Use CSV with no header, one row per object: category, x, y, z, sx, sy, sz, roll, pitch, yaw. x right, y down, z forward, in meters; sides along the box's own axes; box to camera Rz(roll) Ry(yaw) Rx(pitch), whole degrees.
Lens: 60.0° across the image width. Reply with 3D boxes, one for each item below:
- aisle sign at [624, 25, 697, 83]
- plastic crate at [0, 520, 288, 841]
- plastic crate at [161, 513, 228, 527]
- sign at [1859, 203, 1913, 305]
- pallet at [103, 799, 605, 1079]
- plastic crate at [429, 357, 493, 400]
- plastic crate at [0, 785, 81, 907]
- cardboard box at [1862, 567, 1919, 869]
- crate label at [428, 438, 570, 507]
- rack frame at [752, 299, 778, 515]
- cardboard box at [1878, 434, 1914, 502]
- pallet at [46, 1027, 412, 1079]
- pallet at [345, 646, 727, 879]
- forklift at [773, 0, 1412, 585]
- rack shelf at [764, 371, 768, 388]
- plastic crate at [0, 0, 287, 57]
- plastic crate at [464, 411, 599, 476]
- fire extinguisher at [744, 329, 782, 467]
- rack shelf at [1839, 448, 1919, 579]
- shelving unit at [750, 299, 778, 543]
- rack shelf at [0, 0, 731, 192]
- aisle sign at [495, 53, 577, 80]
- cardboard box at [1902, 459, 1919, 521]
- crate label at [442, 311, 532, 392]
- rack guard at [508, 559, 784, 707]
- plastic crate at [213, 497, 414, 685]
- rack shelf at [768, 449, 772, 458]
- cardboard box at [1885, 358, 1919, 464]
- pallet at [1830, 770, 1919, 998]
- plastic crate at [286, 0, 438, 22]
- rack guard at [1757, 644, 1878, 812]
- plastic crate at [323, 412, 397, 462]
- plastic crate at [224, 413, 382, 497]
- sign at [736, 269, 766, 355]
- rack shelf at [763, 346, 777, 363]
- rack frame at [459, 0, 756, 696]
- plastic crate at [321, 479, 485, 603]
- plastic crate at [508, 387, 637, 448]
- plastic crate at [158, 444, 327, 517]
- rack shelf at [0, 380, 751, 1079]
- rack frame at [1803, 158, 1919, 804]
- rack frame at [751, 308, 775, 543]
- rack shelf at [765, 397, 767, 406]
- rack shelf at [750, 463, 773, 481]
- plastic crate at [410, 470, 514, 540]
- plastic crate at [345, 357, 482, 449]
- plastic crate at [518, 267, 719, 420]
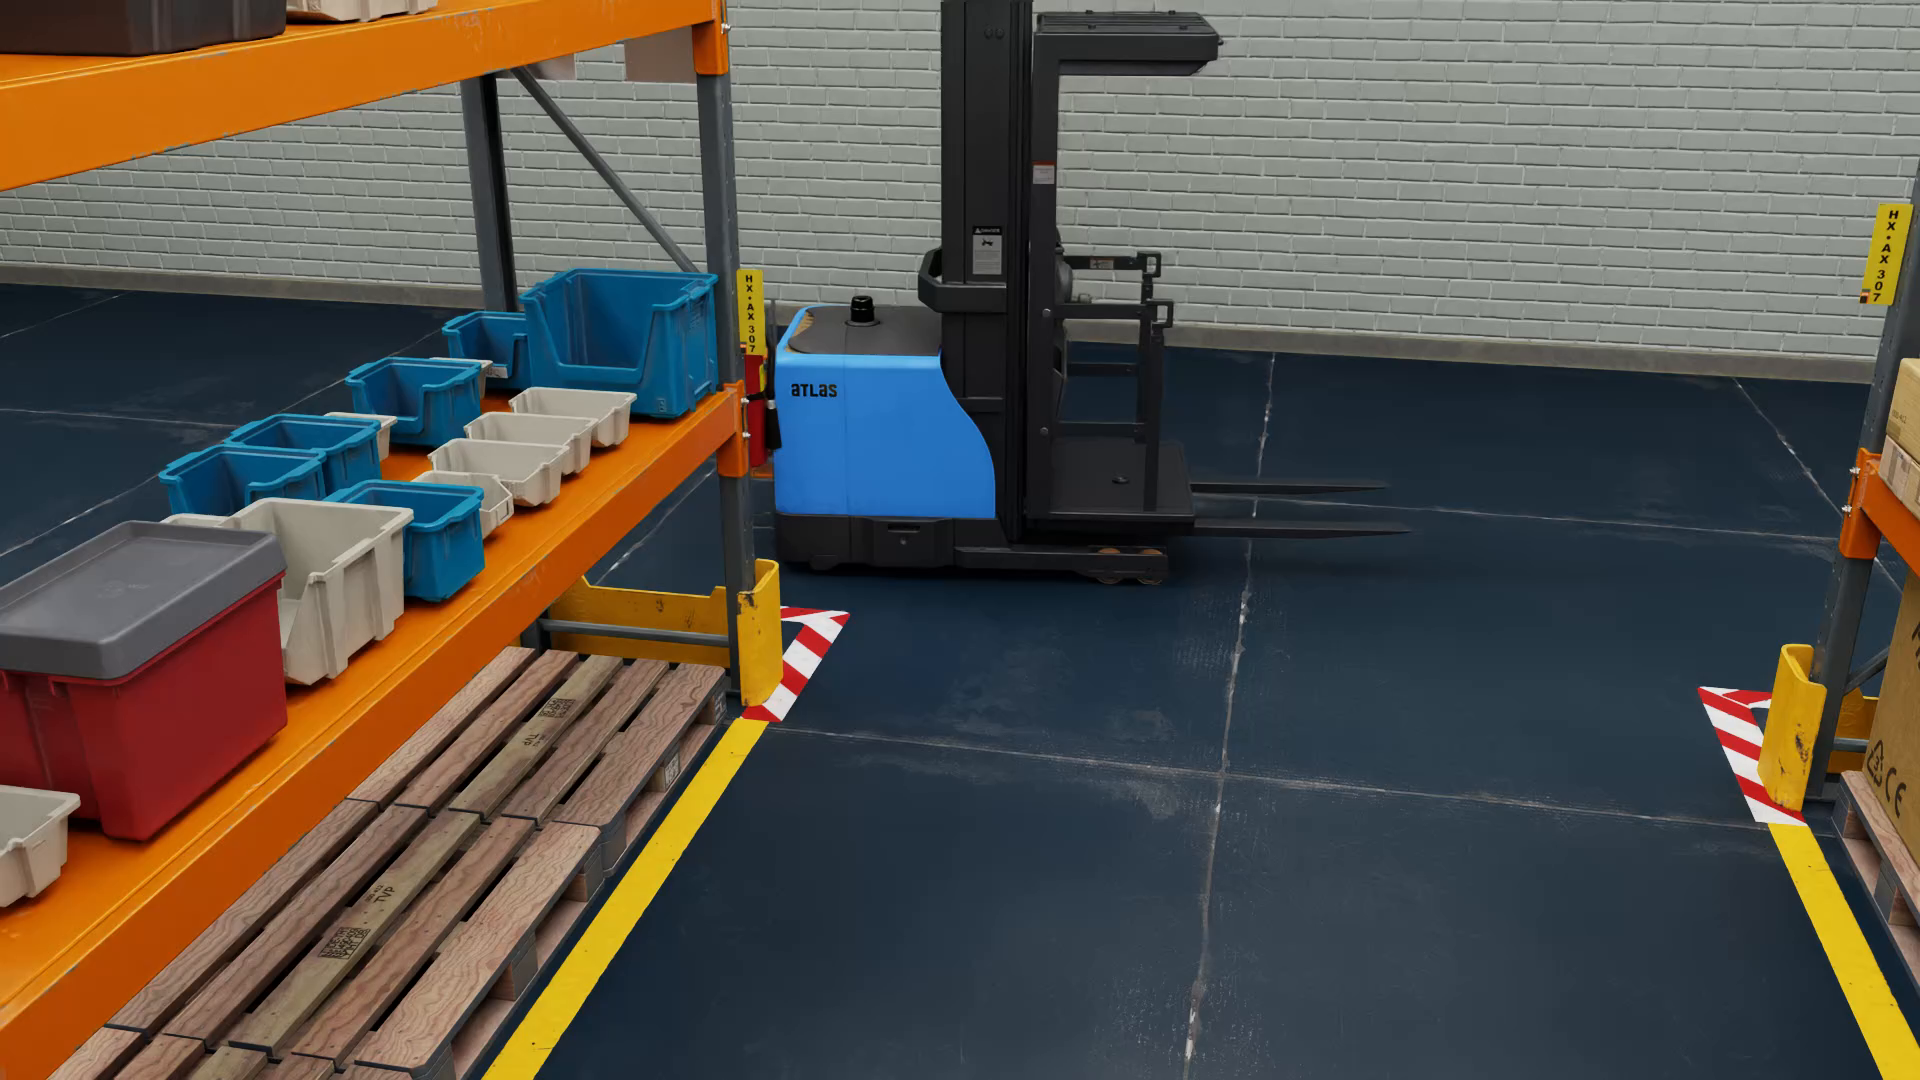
aisle sign,-1.023,-2.024,5.884,0.394,0.787,0.004,4,22,11
plastic crate,-1.713,0.284,3.468,0.402,0.464,0.583,4,22,11
plastic crate,-2.080,0.084,4.404,0.293,0.136,0.466,4,22,11
sign,2.982,-0.919,5.356,0.100,0.325,0.005,4,22,11
pallet,-1.782,1.223,5.035,1.003,0.211,1.213,4,22,11
plastic crate,-1.844,-0.543,5.960,0.250,0.136,0.298,4,22,11
plastic crate,-1.906,0.584,3.161,0.396,0.136,0.243,4,22,11
cardboard box,3.472,0.594,5.144,0.875,0.875,0.875,4,22,11
crate label,-1.420,-0.199,5.105,0.396,0.136,0.243,4,22,11
rack frame,-1.010,-0.611,8.264,0.240,1.200,0.006,1,22,3
cardboard box,3.129,-0.215,5.209,0.380,0.149,0.250,5,22,12
pallet,-2.029,1.670,3.923,1.003,0.211,1.213,4,22,11
pallet,-1.531,0.778,6.139,1.003,0.211,1.213,4,22,11
forklift,0.647,-1.353,7.790,3.031,2.935,1.130,1,22,3
rack shelf,-1.016,-0.759,8.107,0.258,0.103,0.180,1,22,3
plastic crate,-1.619,-1.115,3.268,0.497,0.269,0.590,4,22,11
plastic crate,-1.387,-0.303,5.363,0.396,0.136,0.243,4,22,11
fire extinguisher,-0.849,-0.626,6.495,0.296,0.674,0.183,4,22,11
rack shelf,3.116,0.629,3.740,1.077,0.370,4.000,4,22,11
shelving unit,-1.015,-0.577,8.180,0.258,1.200,0.189,1,22,3
rack shelf,-1.733,-1.140,4.118,1.077,0.370,4.000,4,22,11
aisle sign,-1.601,-2.069,5.996,0.394,0.787,0.004,4,22,11
cardboard box,3.078,-0.121,4.976,0.380,0.149,0.250,4,22,10
crate label,-1.697,-0.699,6.218,0.416,0.233,0.303,4,22,11
rack guard,-1.332,0.336,6.851,1.175,0.500,0.348,4,22,11
plastic crate,-1.649,0.132,4.090,0.437,0.282,0.530,4,22,11
rack shelf,-1.015,-0.425,8.241,0.258,0.103,0.180,1,22,3
cardboard box,3.162,-0.350,5.010,0.500,0.250,0.500,4,22,9
pallet,3.438,1.155,5.202,1.003,0.211,1.213,4,22,11
plastic crate,-1.503,-1.309,3.925,0.437,0.136,0.530,4,22,11
rack guard,3.529,0.714,5.911,1.175,0.500,0.348,4,22,11
plastic crate,-1.982,-0.295,5.344,0.250,0.136,0.298,4,22,11
plastic crate,-1.966,-0.218,5.022,0.416,0.233,0.300,4,22,11
sign,-0.783,-0.854,6.240,0.100,0.325,0.005,4,22,11
rack shelf,-1.016,-0.870,8.062,0.258,0.103,0.180,1,22,3
rack frame,-1.324,-0.814,6.360,1.000,3.000,0.127,4,22,11
plastic crate,-1.492,0.006,4.466,0.416,0.233,0.300,4,22,11
plastic crate,-1.314,-0.408,5.623,0.396,0.136,0.243,4,22,11
plastic crate,-2.027,-0.108,4.750,0.416,0.233,0.300,4,22,11
rack shelf,-1.733,0.251,4.678,1.077,0.370,4.000,4,22,11
rack frame,3.524,-0.437,5.422,1.000,3.000,0.127,4,22,11
rack frame,-1.020,-0.543,8.095,0.240,1.200,0.006,1,22,3
rack shelf,-1.015,-0.647,8.152,0.258,0.103,0.180,1,22,3
rack shelf,-1.014,-0.313,8.286,0.258,0.103,0.180,1,22,3
plastic crate,-1.462,-0.089,4.833,0.298,0.136,0.250,4,22,11
plastic crate,-1.831,-0.458,5.620,0.416,0.233,0.300,4,22,11
plastic crate,-1.210,-0.722,6.002,0.616,0.435,0.499,4,22,11
